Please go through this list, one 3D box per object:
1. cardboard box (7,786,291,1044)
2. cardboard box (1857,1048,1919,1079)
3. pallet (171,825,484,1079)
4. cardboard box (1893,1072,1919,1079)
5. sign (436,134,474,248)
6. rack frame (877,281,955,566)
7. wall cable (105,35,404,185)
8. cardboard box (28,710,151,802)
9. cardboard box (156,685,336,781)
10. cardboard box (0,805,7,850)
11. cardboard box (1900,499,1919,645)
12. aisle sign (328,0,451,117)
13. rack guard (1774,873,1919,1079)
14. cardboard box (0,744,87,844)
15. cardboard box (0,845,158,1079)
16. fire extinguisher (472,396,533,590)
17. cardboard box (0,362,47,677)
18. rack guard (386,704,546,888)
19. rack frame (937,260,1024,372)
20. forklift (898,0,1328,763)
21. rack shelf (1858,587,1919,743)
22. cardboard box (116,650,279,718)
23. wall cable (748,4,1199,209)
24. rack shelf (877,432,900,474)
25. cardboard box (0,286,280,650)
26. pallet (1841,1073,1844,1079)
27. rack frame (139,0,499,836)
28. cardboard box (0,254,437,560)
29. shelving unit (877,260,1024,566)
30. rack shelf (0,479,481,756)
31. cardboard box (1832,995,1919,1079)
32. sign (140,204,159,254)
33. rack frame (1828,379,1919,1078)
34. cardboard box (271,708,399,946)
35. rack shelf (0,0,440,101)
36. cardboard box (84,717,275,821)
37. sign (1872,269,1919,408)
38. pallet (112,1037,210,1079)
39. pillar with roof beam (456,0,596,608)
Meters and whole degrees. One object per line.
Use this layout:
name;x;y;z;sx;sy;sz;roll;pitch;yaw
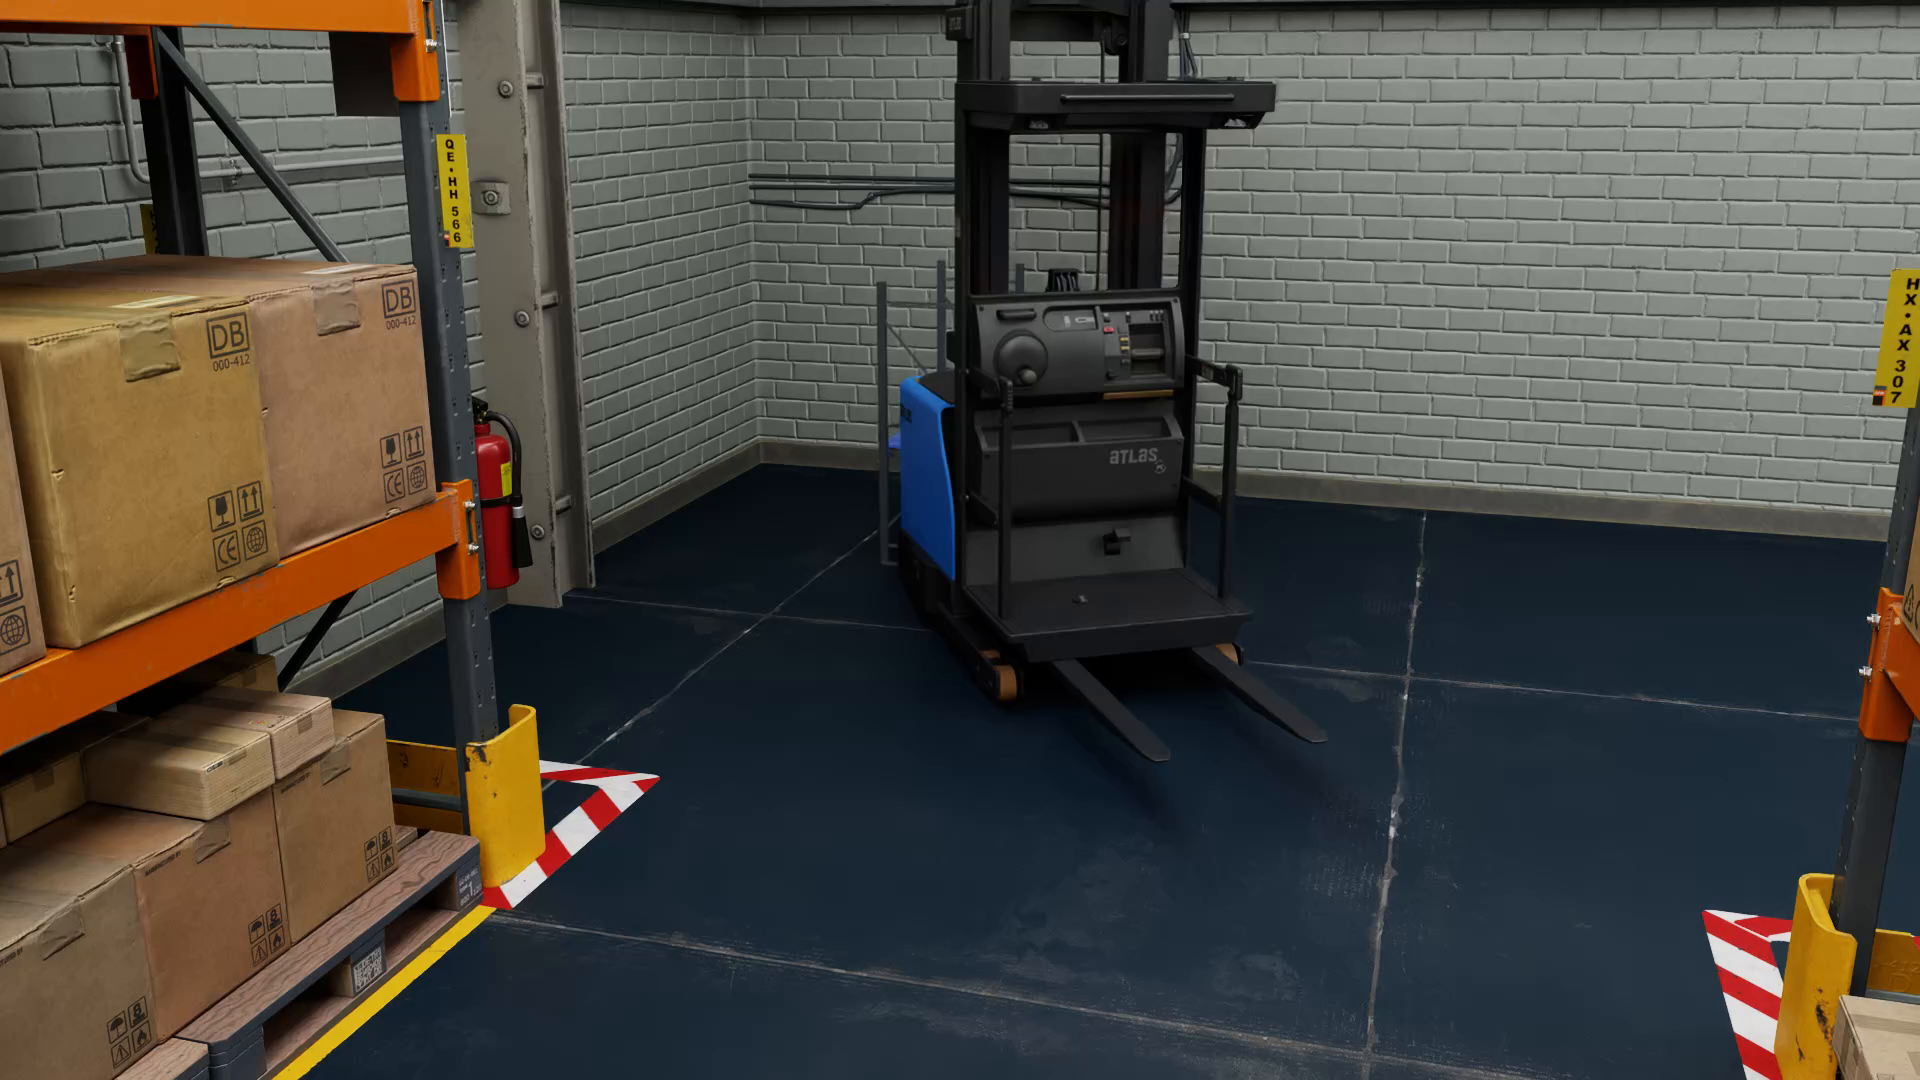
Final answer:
cardboard box;-2.248;0.924;4.387;0.700;0.500;0.500;5;16;16
cardboard box;2.228;1.284;3.691;0.380;0.166;0.250;5;16;16
pallet;-2.155;1.158;4.859;1.003;0.211;1.213;5;16;16
cardboard box;2.179;1.347;3.317;0.500;0.250;0.500;5;16;16
sign;-1.487;-1.024;4.886;0.100;0.325;0.005;5;16;16
rack frame;-0.181;-0.577;8.615;0.500;1.500;0.032;5;17;16
wall cable;-2.546;-1.296;6.539;0.084;1.984;1.851;5;16;16
cardboard box;-2.406;0.565;4.463;0.380;0.149;0.250;5;16;16
cardboard box;-1.968;0.528;4.592;0.380;0.149;0.250;4;16;15
cardboard box;-2.549;0.697;3.997;0.380;0.149;0.250;5;17;17
cardboard box;2.368;0.032;3.536;0.500;0.500;0.500;5;17;17
aisle sign;-1.695;-1.645;4.867;0.394;0.787;0.004;5;16;16
rack guard;2.726;1.207;4.158;1.175;0.500;0.348;5;16;16
cardboard box;-2.477;0.631;4.232;0.380;0.149;0.250;5;17;16
cardboard box;-2.391;1.055;3.923;0.700;0.500;0.500;4;16;14
fire extinguisher;-1.518;-0.186;5.312;0.296;0.674;0.183;5;16;16
cardboard box;-2.560;-0.019;3.349;0.980;0.700;0.700;4;16;13
rack guard;-1.996;0.798;5.601;1.175;0.500;0.348;5;16;16
rack frame;0.113;-0.843;9.552;0.500;1.500;0.032;5;17;16
forklift;0.582;-0.846;6.941;1.130;2.935;3.031;-4;16;-15
rack shelf;2.179;0.854;2.140;1.077;0.370;4.000;5;16;16
cardboard box;-2.262;0.432;4.930;0.380;0.149;0.250;5;17;16
wall cable;-0.053;-3.243;9.962;3.097;2.526;0.112;5;16;16
rack shelf;-0.034;-0.537;9.133;0.538;0.185;1.000;5;17;16
cardboard box;-2.335;-0.218;4.050;0.980;0.700;0.700;4;16;15
pallet;2.500;1.555;3.462;1.003;0.211;1.213;5;16;16
rack frame;-2.003;-0.399;5.238;1.000;3.000;0.127;5;16;16
cardboard box;-2.139;-0.409;4.724;0.980;0.700;0.700;5;17;18
shelving unit;-0.034;-0.710;9.083;0.538;1.500;1.048;5;17;16
rack shelf;-2.572;0.471;3.491;1.077;0.370;4.000;5;16;16
cardboard box;2.299;1.227;3.924;0.380;0.149;0.250;5;16;16
sign;-2.534;-0.898;5.266;0.100;0.325;0.005;5;16;16
rack frame;2.747;-0.015;3.887;1.000;3.000;0.127;5;16;16
cardboard box;-2.106;0.793;4.849;0.700;0.500;0.500;5;16;16
rack shelf;-2.572;-0.972;3.082;1.077;0.370;4.000;5;16;16
cardboard box;-2.040;0.595;4.356;0.380;0.149;0.250;5;17;17
sign;2.227;-0.474;3.917;0.100;0.325;0.005;5;16;16
pallet;-2.504;1.476;3.738;1.003;0.211;1.213;5;16;16
pillar with roof beam;2.062;-3.724;5.969;9.100;9.000;0.400;5;16;16
